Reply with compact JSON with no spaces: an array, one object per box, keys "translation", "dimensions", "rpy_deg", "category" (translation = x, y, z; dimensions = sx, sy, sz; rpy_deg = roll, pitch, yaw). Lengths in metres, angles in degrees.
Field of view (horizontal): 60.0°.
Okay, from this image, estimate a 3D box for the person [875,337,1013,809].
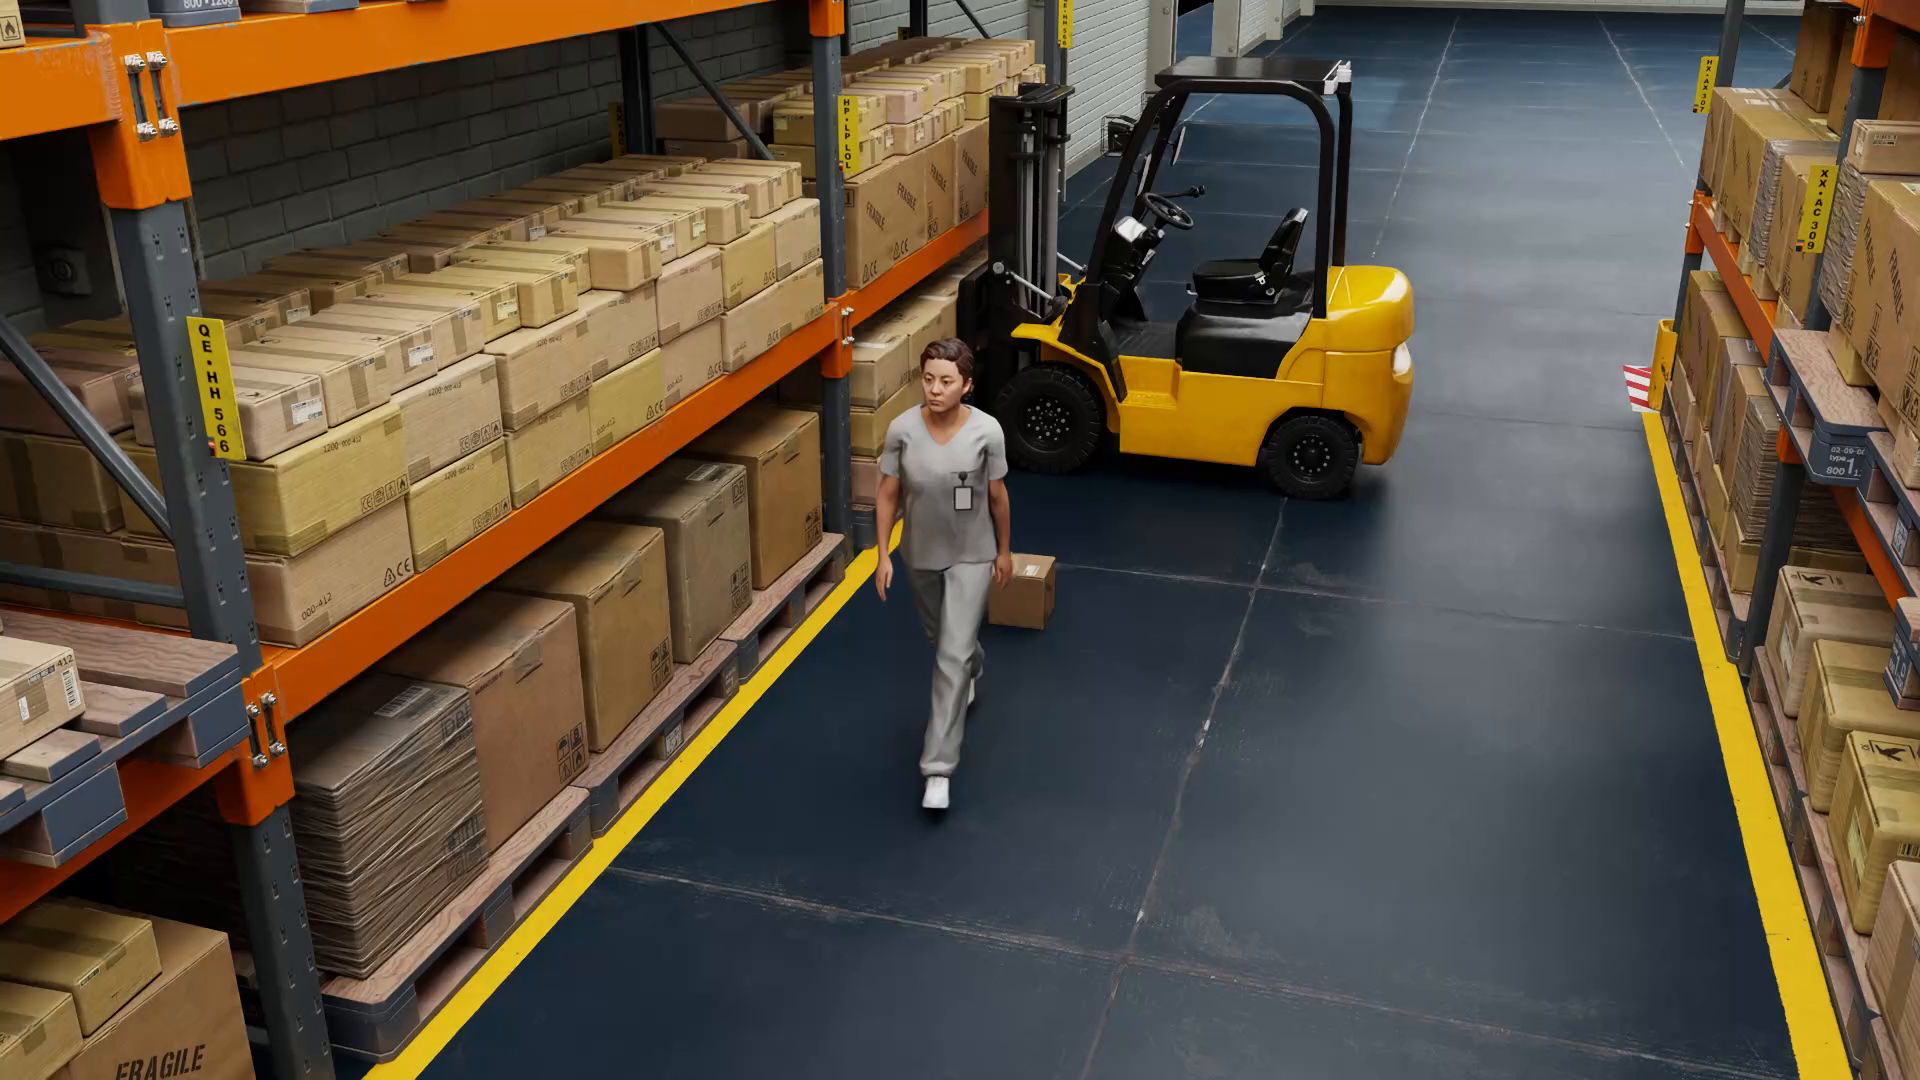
[{"translation":[-0.056,0.045,6.008],"dimensions":[0.461,1.619,1.047],"rpy_deg":[6,23,14],"category":"person"}]
